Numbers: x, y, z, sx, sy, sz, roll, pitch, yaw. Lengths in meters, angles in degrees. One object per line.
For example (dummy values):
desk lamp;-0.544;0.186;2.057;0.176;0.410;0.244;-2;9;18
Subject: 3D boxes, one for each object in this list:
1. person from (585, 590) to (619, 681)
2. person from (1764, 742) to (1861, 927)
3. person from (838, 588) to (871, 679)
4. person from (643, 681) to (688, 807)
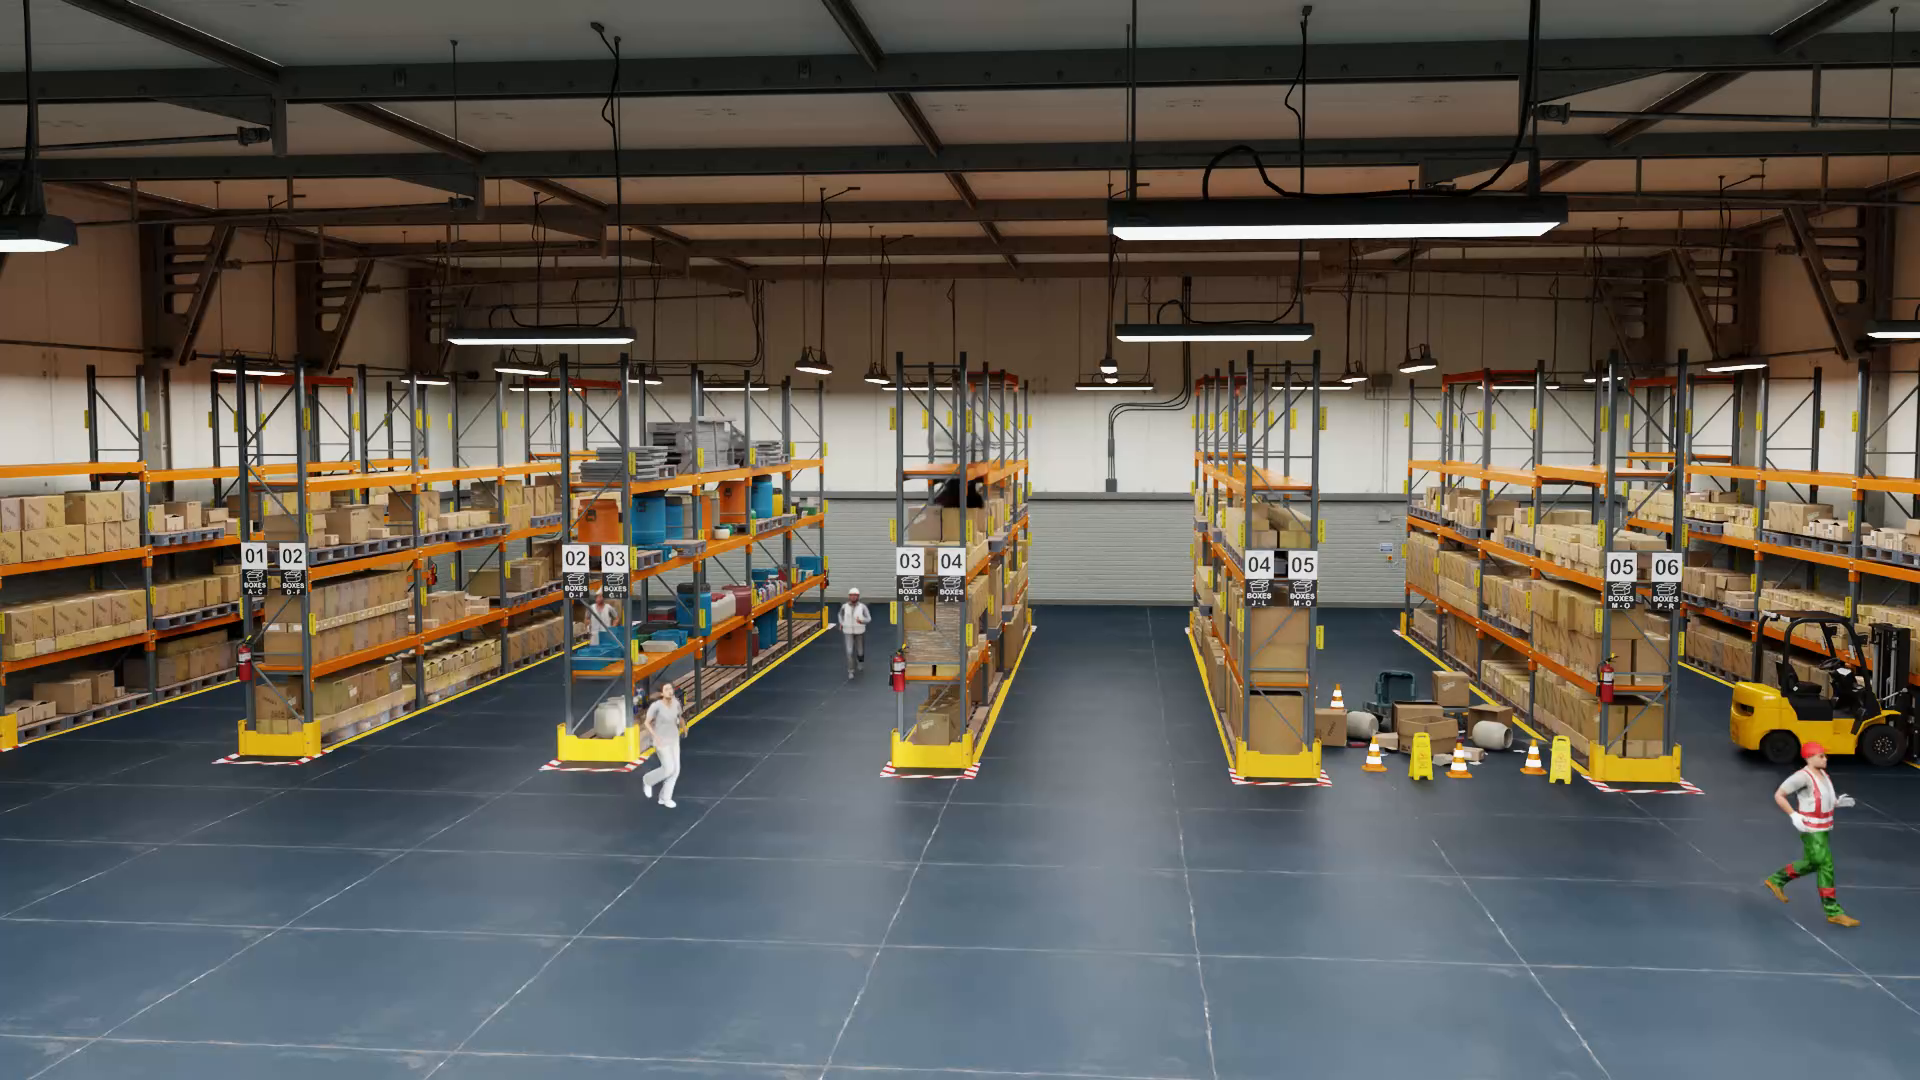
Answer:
person;-6.957;1.839;32.245;0.651;1.742;0.644;0;4;-1
person;8.559;2.901;16.682;0.661;1.765;1.002;-3;5;-39
person;-2.071;1.811;32.502;0.667;1.750;0.915;0;4;1
person;-3.842;2.650;21.744;0.605;1.639;0.560;4;6;43
